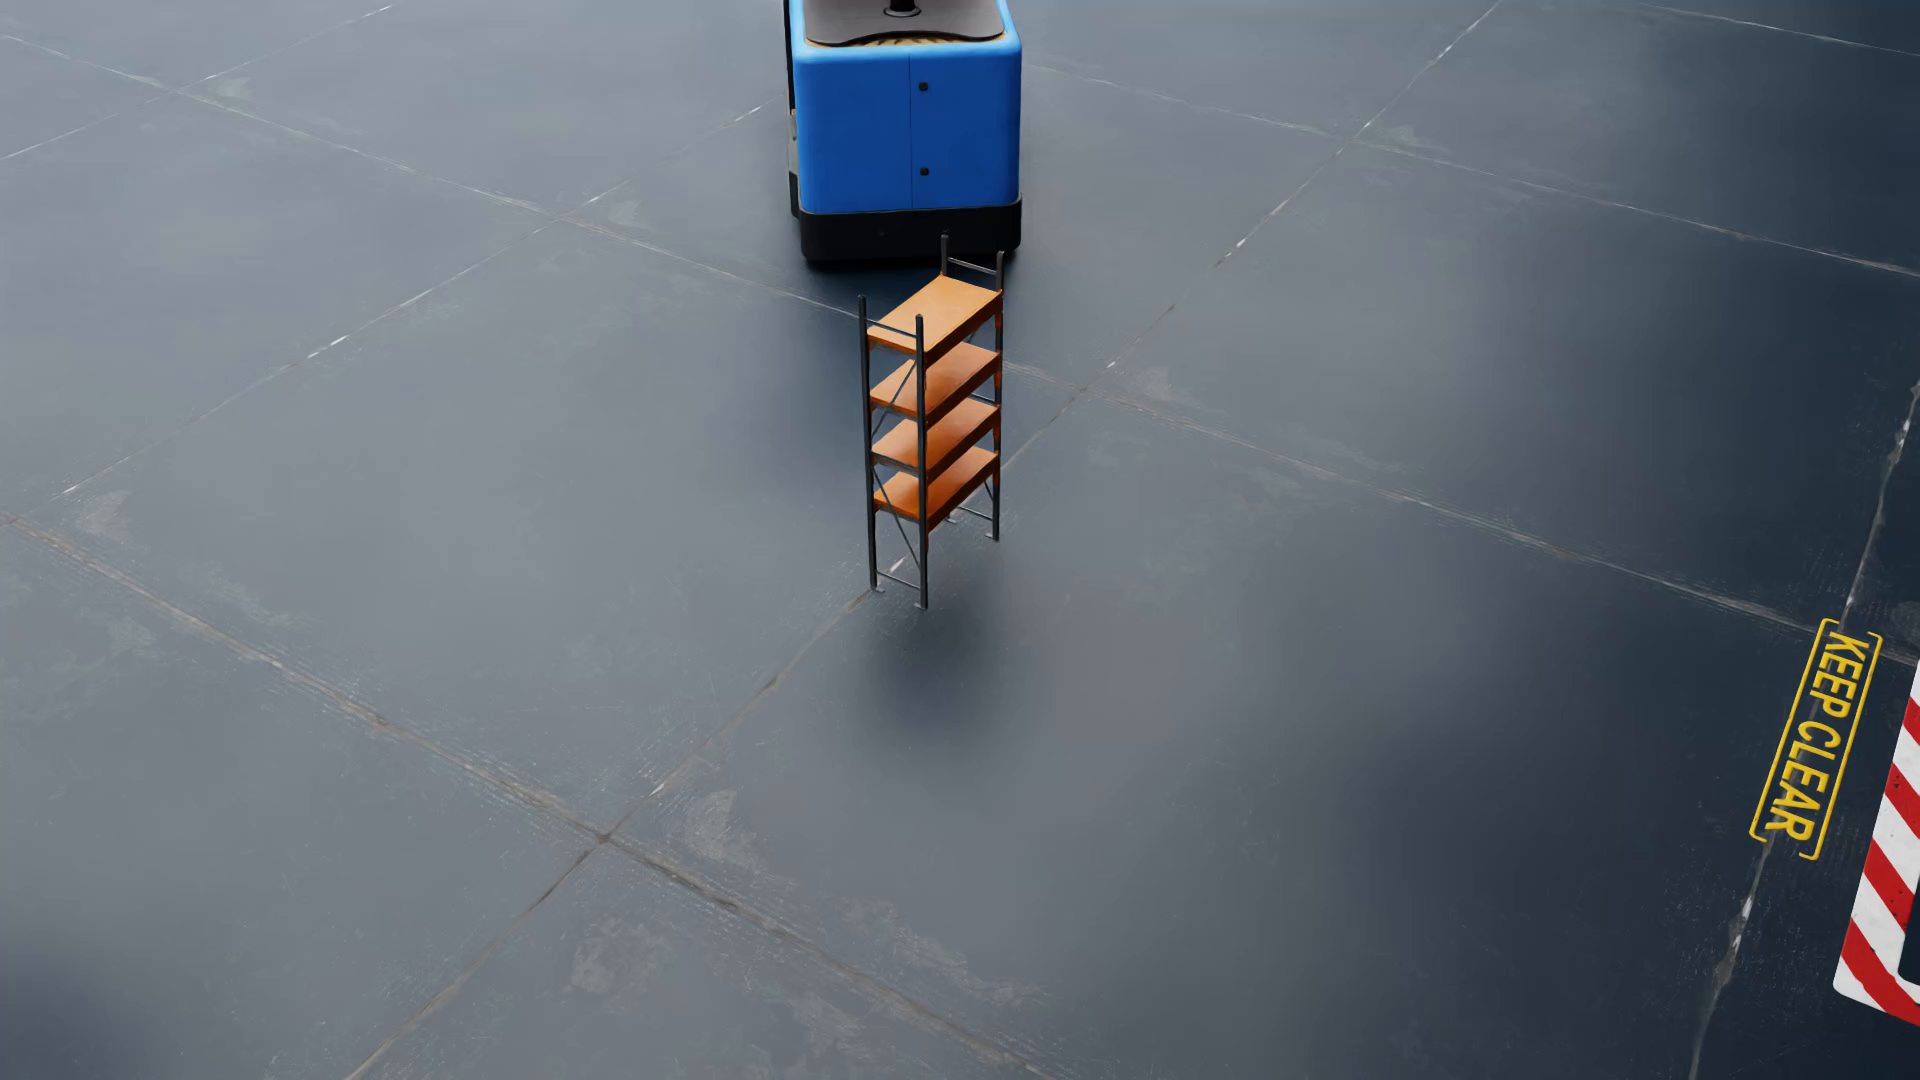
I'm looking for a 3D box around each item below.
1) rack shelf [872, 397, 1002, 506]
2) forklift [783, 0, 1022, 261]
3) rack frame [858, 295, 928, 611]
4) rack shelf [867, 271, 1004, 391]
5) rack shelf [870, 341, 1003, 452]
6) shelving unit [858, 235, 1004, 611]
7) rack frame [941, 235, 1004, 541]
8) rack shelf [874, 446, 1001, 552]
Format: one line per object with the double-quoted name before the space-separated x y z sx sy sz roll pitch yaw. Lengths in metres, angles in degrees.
"rack shelf" -0.089 -0.337 5.814 0.258 0.148 0.480 21 42 25
"forklift" -0.377 -3.365 8.215 1.130 2.935 3.031 -4 38 -5
"rack frame" -0.219 -0.264 5.610 0.240 1.200 0.015 21 42 25
"rack shelf" -0.089 -0.701 5.533 0.258 0.148 0.480 21 42 25
"rack shelf" -0.089 -0.514 5.677 0.258 0.148 0.480 21 42 25
"shelving unit" -0.089 -0.390 5.773 0.258 1.200 0.503 21 42 25
"rack frame" 0.042 -0.516 5.936 0.240 1.200 0.015 21 42 25
"rack shelf" -0.089 -0.179 5.935 0.258 0.148 0.480 21 42 25
